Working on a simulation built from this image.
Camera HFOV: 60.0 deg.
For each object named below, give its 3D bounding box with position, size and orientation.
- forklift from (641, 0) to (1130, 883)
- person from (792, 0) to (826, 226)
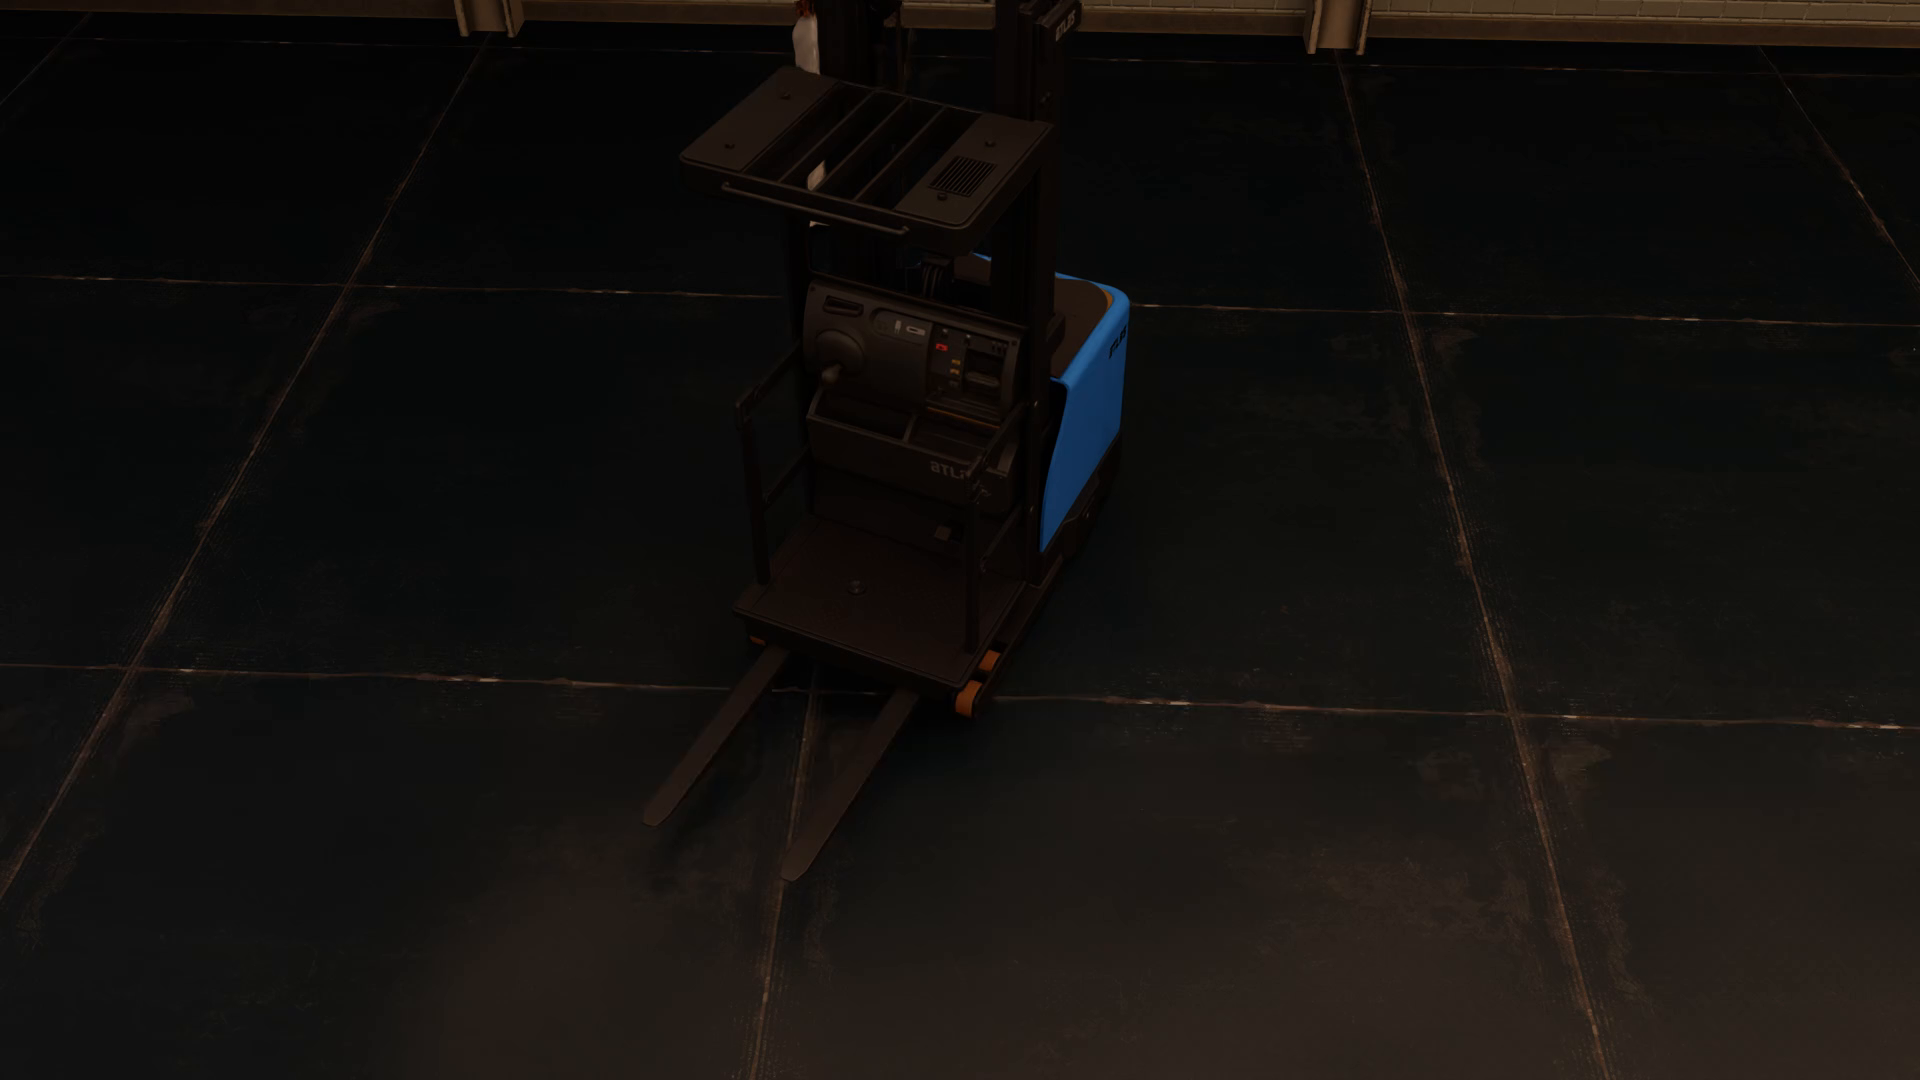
[{"bbox_3d":[-0.288,-0.663,6.469,1.130,2.935,3.031,17,45,18],"label":"forklift"},{"bbox_3d":[-0.637,-2.488,9.510,0.774,1.542,0.806,32,51,30],"label":"person"}]
